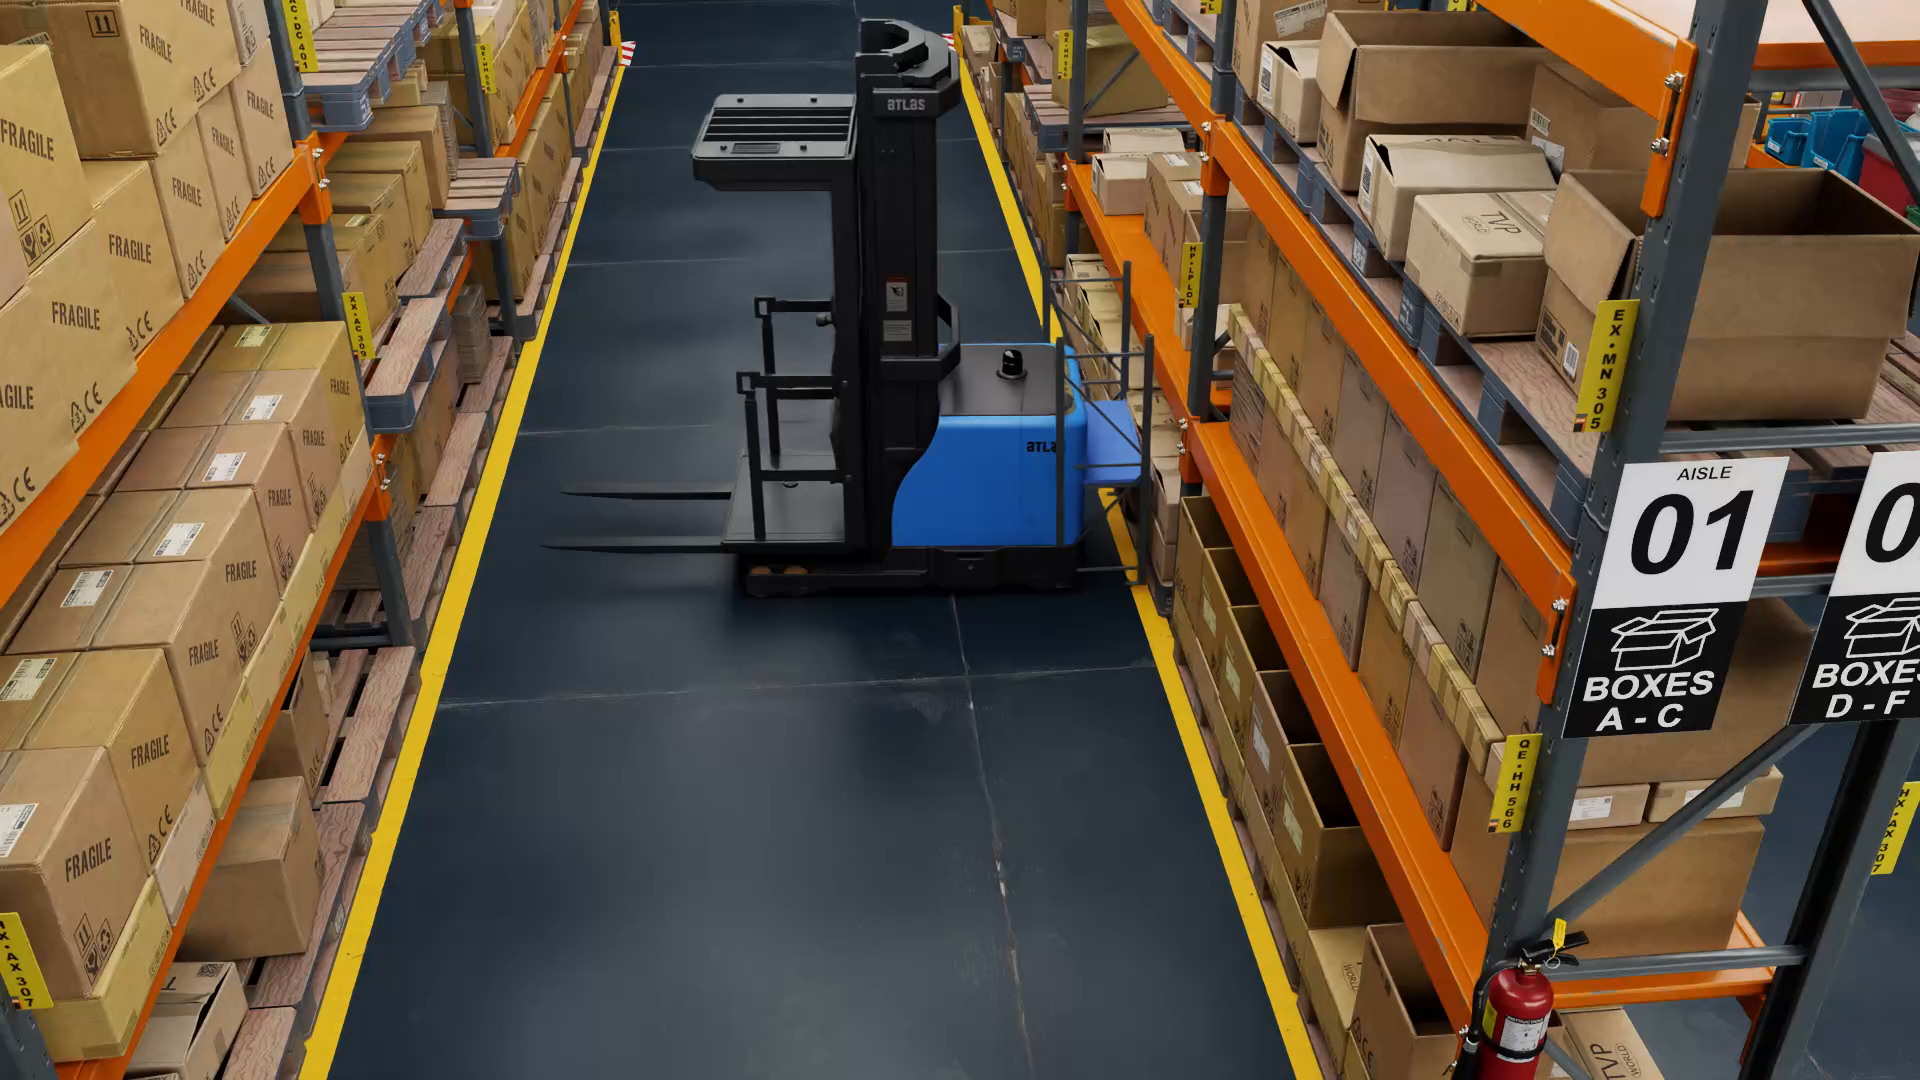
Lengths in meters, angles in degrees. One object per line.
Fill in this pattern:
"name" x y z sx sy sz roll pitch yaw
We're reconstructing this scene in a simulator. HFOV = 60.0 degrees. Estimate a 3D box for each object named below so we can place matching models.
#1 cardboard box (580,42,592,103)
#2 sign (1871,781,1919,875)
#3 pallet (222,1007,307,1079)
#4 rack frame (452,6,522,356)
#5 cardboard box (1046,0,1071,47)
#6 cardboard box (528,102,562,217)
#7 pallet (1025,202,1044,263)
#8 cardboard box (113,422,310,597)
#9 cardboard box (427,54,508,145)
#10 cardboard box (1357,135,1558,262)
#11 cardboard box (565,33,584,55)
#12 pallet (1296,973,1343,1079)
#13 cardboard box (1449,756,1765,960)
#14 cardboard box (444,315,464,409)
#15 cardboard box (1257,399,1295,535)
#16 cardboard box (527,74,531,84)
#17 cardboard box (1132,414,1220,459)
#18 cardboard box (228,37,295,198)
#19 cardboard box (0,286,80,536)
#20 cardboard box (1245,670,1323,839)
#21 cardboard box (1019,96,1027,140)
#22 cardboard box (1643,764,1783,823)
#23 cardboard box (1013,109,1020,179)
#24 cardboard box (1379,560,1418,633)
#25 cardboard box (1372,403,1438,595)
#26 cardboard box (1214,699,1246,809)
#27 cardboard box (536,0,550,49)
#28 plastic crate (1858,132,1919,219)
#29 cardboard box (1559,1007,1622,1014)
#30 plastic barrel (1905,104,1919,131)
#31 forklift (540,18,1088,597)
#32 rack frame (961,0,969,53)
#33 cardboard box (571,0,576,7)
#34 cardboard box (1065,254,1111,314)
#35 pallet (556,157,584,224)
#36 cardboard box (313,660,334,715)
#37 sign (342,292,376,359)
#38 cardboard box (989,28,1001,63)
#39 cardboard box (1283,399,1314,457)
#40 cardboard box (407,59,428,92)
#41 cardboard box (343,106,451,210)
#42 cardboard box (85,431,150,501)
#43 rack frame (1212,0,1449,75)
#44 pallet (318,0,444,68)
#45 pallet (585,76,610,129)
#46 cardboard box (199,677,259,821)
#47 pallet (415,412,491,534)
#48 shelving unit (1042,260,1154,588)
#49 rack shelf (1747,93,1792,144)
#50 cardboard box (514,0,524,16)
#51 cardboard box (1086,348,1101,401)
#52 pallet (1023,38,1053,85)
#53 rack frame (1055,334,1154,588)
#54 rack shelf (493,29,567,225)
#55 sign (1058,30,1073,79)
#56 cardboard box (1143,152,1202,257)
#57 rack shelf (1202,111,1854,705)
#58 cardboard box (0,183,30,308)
"cardboard box" -4.103 -4.676 16.681 0.700 0.500 0.500 -2 31 -3
"sign" 2.560 0.795 4.573 0.100 0.325 0.005 -3 31 -5
"pallet" -2.973 2.205 5.852 1.003 0.211 1.213 -3 31 -5
"rack frame" -3.672 -2.621 11.213 1.000 3.000 0.127 -3 31 -5
"cardboard box" 1.112 -4.227 13.394 0.700 0.500 0.500 -11 32 -17
"cardboard box" -3.770 -3.141 13.771 0.750 0.750 0.750 -2 31 -3
"pallet" 1.116 -2.668 14.010 1.003 0.211 1.213 -3 31 -5
"cardboard box" -2.858 -0.106 6.398 0.500 0.500 0.500 -4 31 -6
"cardboard box" -3.463 -3.061 11.542 0.500 0.500 0.500 -2 31 -3
"cardboard box" 1.585 -1.125 5.324 0.500 0.311 0.500 1 31 1
"cardboard box" -3.913 -4.886 16.400 0.380 0.149 0.250 -4 31 -6
"pallet" 1.894 2.033 6.141 1.003 0.211 1.213 -3 31 -5
"cardboard box" 1.976 0.942 5.150 0.700 0.500 0.500 -3 31 -5
"cardboard box" -3.621 -1.103 10.680 0.700 0.500 0.500 -3 31 -5
"cardboard box" 1.737 -0.366 7.340 0.700 0.500 0.500 -3 31 -5
"cardboard box" -3.657 -3.754 13.336 0.380 0.149 0.250 -4 31 -6
"cardboard box" 1.255 -0.517 9.415 0.500 0.311 0.500 -2 31 -3
"cardboard box" -3.005 -1.671 6.580 0.500 0.500 0.500 -2 31 -3
"cardboard box" -2.722 -0.335 4.343 0.500 0.500 0.500 -1 31 -1
"cardboard box" 1.507 0.878 6.896 0.500 0.500 0.500 -3 31 -5
"cardboard box" 0.782 -3.571 14.081 0.500 0.250 0.500 -3 31 -4
"cardboard box" 2.185 0.692 4.936 0.380 0.149 0.250 -3 31 -5
"cardboard box" 0.749 -3.488 14.673 0.500 0.500 0.500 -2 31 -4
"cardboard box" 1.685 0.190 5.777 0.380 0.149 0.250 -2 31 -3
"cardboard box" 1.869 -0.167 5.742 0.700 0.500 0.500 -3 31 -4
"cardboard box" 1.458 0.944 7.516 0.500 0.250 0.500 -3 31 -5
"cardboard box" -3.694 -4.359 13.715 0.500 0.500 0.500 -3 31 -4
"plastic crate" 6.038 -2.283 10.585 0.402 0.464 0.583 -3 31 -5
"cardboard box" 2.128 1.685 6.276 0.500 0.250 0.500 -3 31 -5
"plastic barrel" 6.500 -2.629 11.117 0.421 0.512 0.421 0 31 0
"forklift" -0.830 -1.217 8.929 3.031 2.935 1.130 0 31 -1
"rack frame" 0.512 -6.945 18.452 1.000 3.000 0.127 -3 31 -5
"cardboard box" -4.143 -5.443 15.644 0.980 0.700 0.700 -4 31 -6
"cardboard box" 1.016 -1.819 11.596 0.500 0.311 0.500 -2 31 -3
"pallet" -3.899 -3.076 14.694 1.003 0.211 1.213 -3 31 -5
"cardboard box" -3.219 0.720 7.953 0.380 0.166 0.250 -7 32 -11
"sign" -2.759 -0.980 7.622 0.100 0.325 0.005 -3 31 -5
"cardboard box" 0.705 -4.979 17.165 0.797 0.503 0.637 -3 31 -5
"cardboard box" 1.562 -0.471 6.884 0.380 0.149 0.250 -4 31 -6
"cardboard box" -3.610 -2.957 10.616 0.380 0.149 0.250 -7 32 -11
"cardboard box" -3.539 -2.329 10.198 0.700 0.500 0.500 -6 31 -9
"cardboard box" -3.377 -0.076 6.348 0.500 0.500 0.500 -2 31 -3
"rack frame" 1.633 -3.394 6.656 1.000 3.000 0.127 -3 31 -5
"pallet" -3.350 -2.636 8.495 1.213 0.211 1.003 -3 31 -5
"pallet" -4.156 -4.482 17.048 1.003 0.211 1.213 -3 31 -5
"cardboard box" -2.759 0.730 5.729 0.500 0.250 0.500 -3 31 -5
"pallet" -3.490 -0.403 10.220 1.003 0.211 1.213 -3 31 -5
"shelving unit" 0.747 -0.654 9.295 0.538 1.500 1.048 -2 31 0
"rack shelf" 6.005 -3.808 13.902 1.077 0.370 4.000 -3 31 -5
"cardboard box" -3.613 -4.156 12.645 0.500 0.250 0.500 -3 31 -6
"cardboard box" 1.118 -1.057 10.866 0.500 0.250 0.500 -4 31 -6
"pallet" 1.073 -3.771 13.325 1.003 0.211 1.213 -3 31 -5
"rack frame" 0.760 -0.393 8.859 0.500 1.500 0.032 -2 31 0
"rack shelf" -3.859 -3.333 13.107 1.077 0.370 4.000 -3 31 -5
"sign" 0.720 -3.293 11.285 0.100 0.325 0.005 -3 31 -5
"cardboard box" 1.432 -2.047 10.155 0.500 0.500 0.500 -4 31 -7
"rack shelf" 1.820 -0.776 5.900 1.077 0.370 4.000 -3 31 -5
"cardboard box" -2.715 -0.772 4.100 0.500 0.500 0.500 -3 31 -5
